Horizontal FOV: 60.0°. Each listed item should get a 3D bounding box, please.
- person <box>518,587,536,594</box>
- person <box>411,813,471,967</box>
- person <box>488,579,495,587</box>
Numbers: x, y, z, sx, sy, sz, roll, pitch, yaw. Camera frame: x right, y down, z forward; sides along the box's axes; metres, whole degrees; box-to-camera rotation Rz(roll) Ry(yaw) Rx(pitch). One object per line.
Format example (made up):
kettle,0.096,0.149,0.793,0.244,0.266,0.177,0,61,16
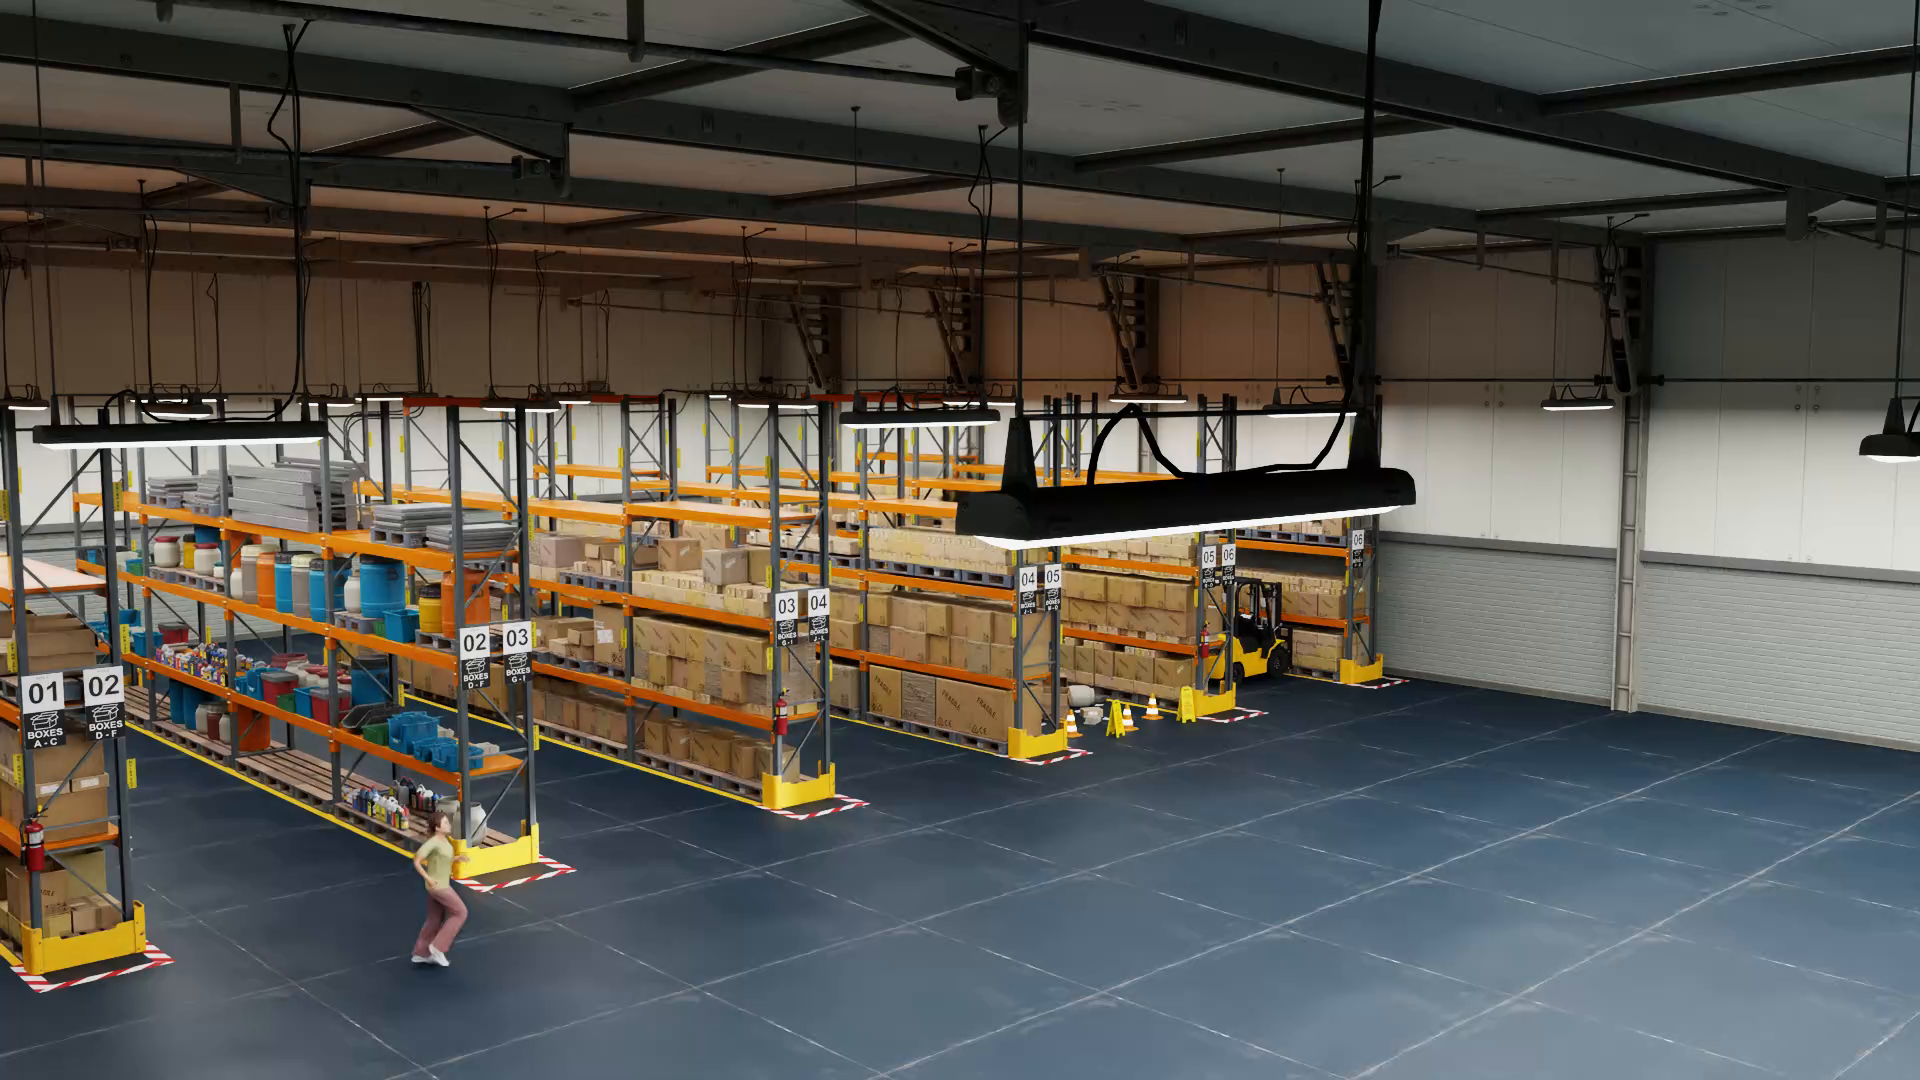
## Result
person,-10.626,1.589,40.756,0.600,1.635,0.825,4,7,36
person,-5.624,3.779,18.011,0.644,1.651,0.553,-1,6,-14
person,-11.048,1.724,38.923,0.686,1.733,0.809,0,6,-2
